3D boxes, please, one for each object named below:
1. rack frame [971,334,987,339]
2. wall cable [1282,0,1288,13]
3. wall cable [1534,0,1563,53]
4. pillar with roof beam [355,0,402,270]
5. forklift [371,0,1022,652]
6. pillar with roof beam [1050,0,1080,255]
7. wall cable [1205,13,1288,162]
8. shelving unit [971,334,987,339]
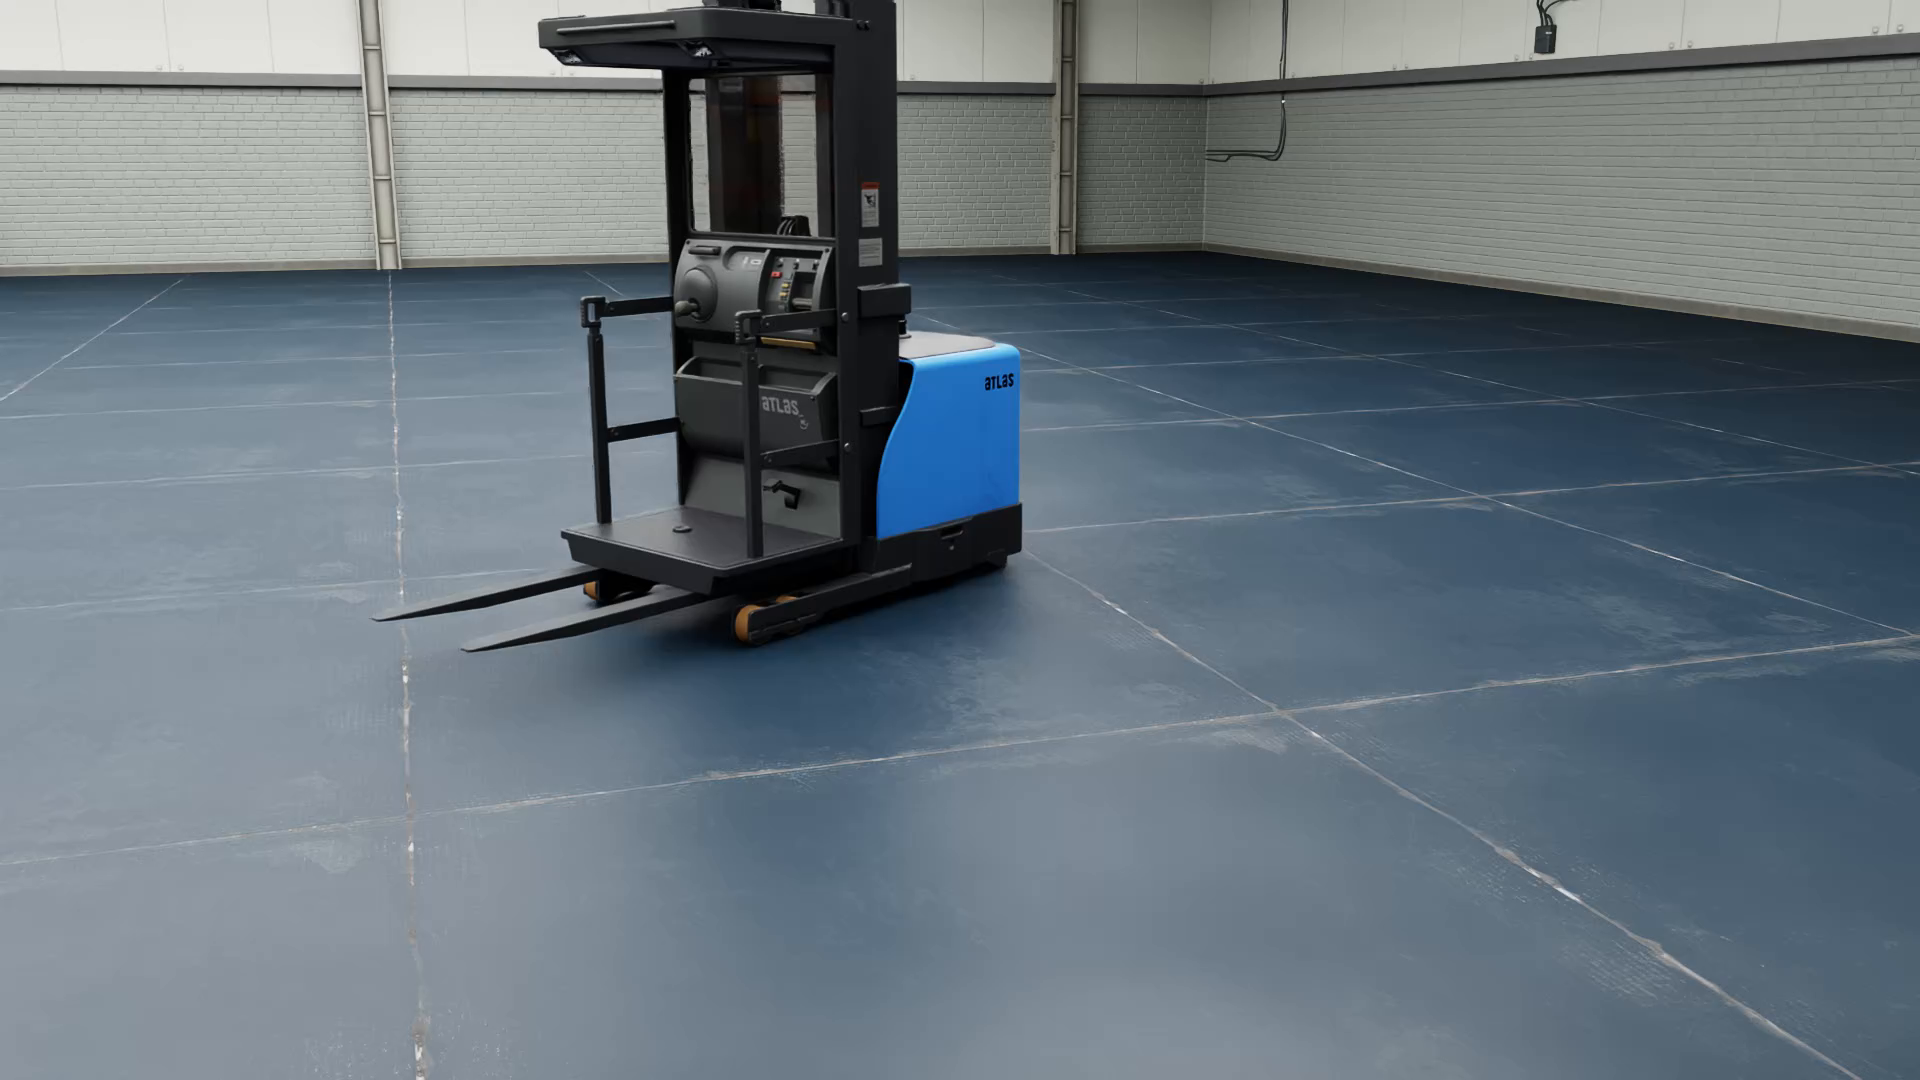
[{"bbox_3d":[0.097,-0.531,8.608,0.008,1.050,0.200,-6,14,-22],"label":"rack frame"},{"bbox_3d":[6.010,-10.033,27.172,0.112,2.526,3.097,-4,14,-18],"label":"wall cable"},{"bbox_3d":[8.160,-9.251,20.739,0.169,6.003,2.305,-4,14,-18],"label":"wall cable"},{"bbox_3d":[-8.067,-7.922,22.503,0.400,9.000,9.100,-4,14,-18],"label":"pillar with roof beam"},{"bbox_3d":[-1.038,-1.125,7.038,1.130,2.935,3.031,11,17,39],"label":"forklift"},{"bbox_3d":[3.306,-8.808,26.227,0.400,9.000,9.100,-4,14,-18],"label":"pillar with roof beam"},{"bbox_3d":[5.147,-8.169,30.250,0.112,2.526,3.097,-4,14,-18],"label":"wall cable"},{"bbox_3d":[-0.016,-0.520,8.561,0.252,1.050,0.215,-6,14,-22],"label":"shelving unit"}]
